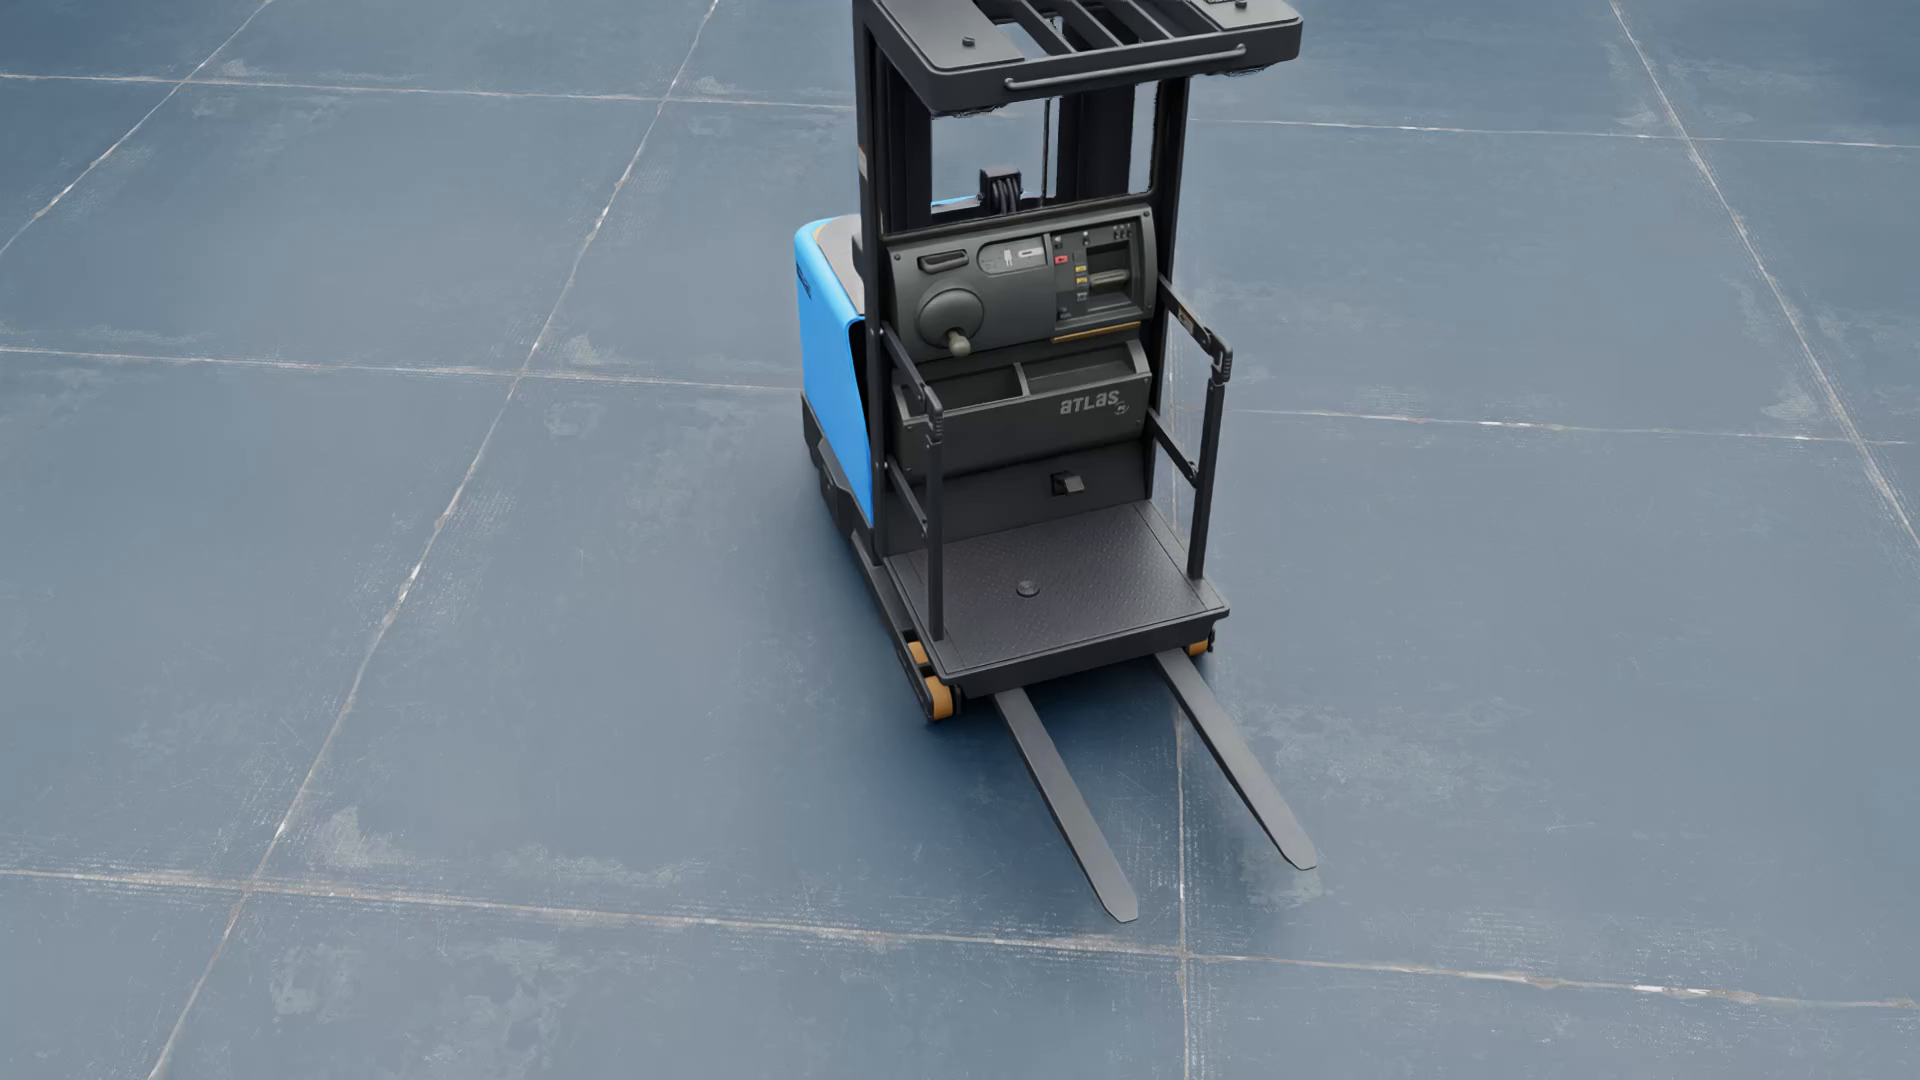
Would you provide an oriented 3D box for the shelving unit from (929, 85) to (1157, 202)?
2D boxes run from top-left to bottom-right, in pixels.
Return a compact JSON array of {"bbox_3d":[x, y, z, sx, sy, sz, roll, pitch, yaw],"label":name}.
[{"bbox_3d":[0.320,-1.398,7.280,1.048,1.500,0.538,6,40,7],"label":"shelving unit"}]

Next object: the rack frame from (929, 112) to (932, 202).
[{"bbox_3d":[-0.182,-1.450,7.343,0.032,1.500,0.500,6,40,7],"label":"rack frame"}]

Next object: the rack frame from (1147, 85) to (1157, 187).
[{"bbox_3d":[0.821,-1.346,7.216,0.032,1.500,0.500,6,40,7],"label":"rack frame"}]

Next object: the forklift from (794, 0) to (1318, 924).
[{"bbox_3d":[0.294,-0.786,5.393,1.130,2.935,3.031,-13,41,-15],"label":"forklift"}]
